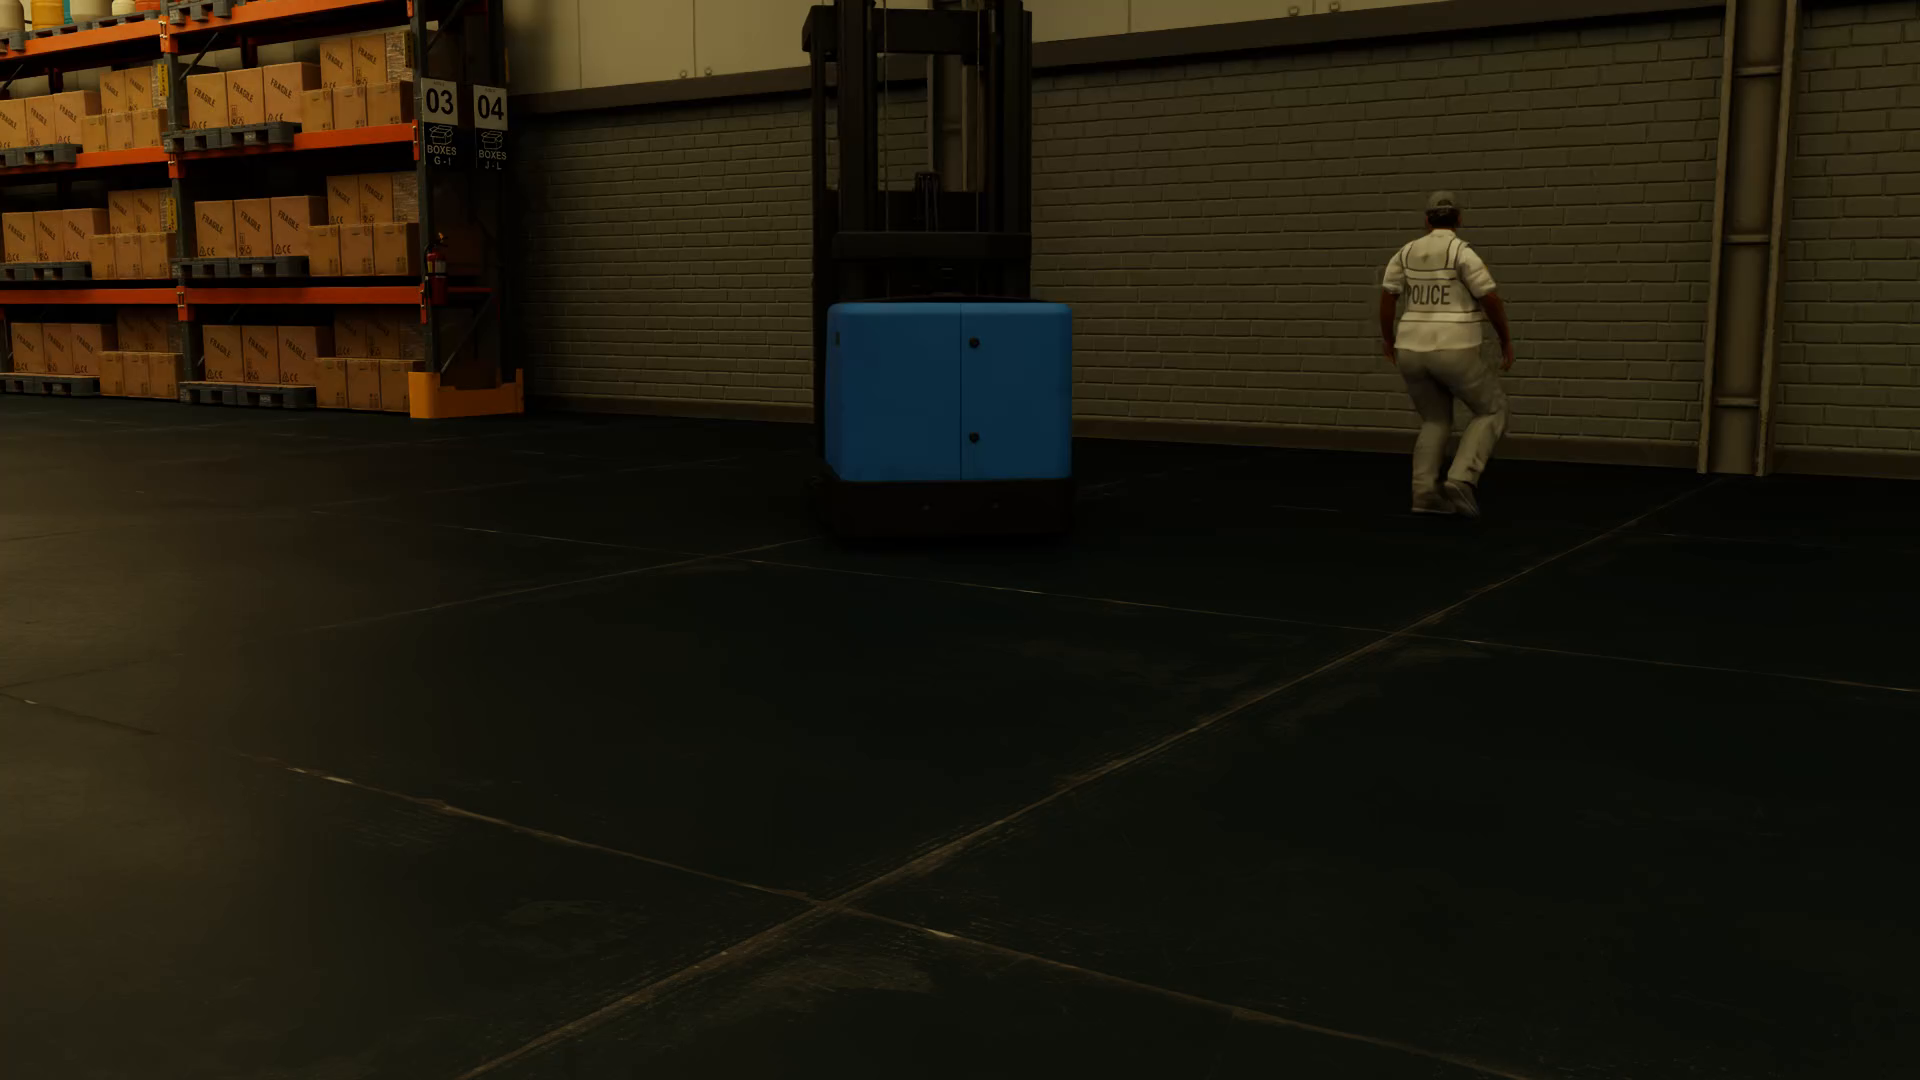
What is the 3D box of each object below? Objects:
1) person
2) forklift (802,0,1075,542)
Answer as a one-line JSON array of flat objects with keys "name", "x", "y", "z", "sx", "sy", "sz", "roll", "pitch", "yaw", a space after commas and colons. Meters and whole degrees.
[{"name": "person", "x": 2.440, "y": -0.930, "z": 8.424, "sx": 0.451, "sy": 1.647, "sz": 0.732, "roll": -5, "pitch": 10, "yaw": -34}, {"name": "forklift", "x": -0.227, "y": -1.612, "z": 8.526, "sx": 1.130, "sy": 2.935, "sz": 3.031, "roll": -1, "pitch": 8, "yaw": -9}]
